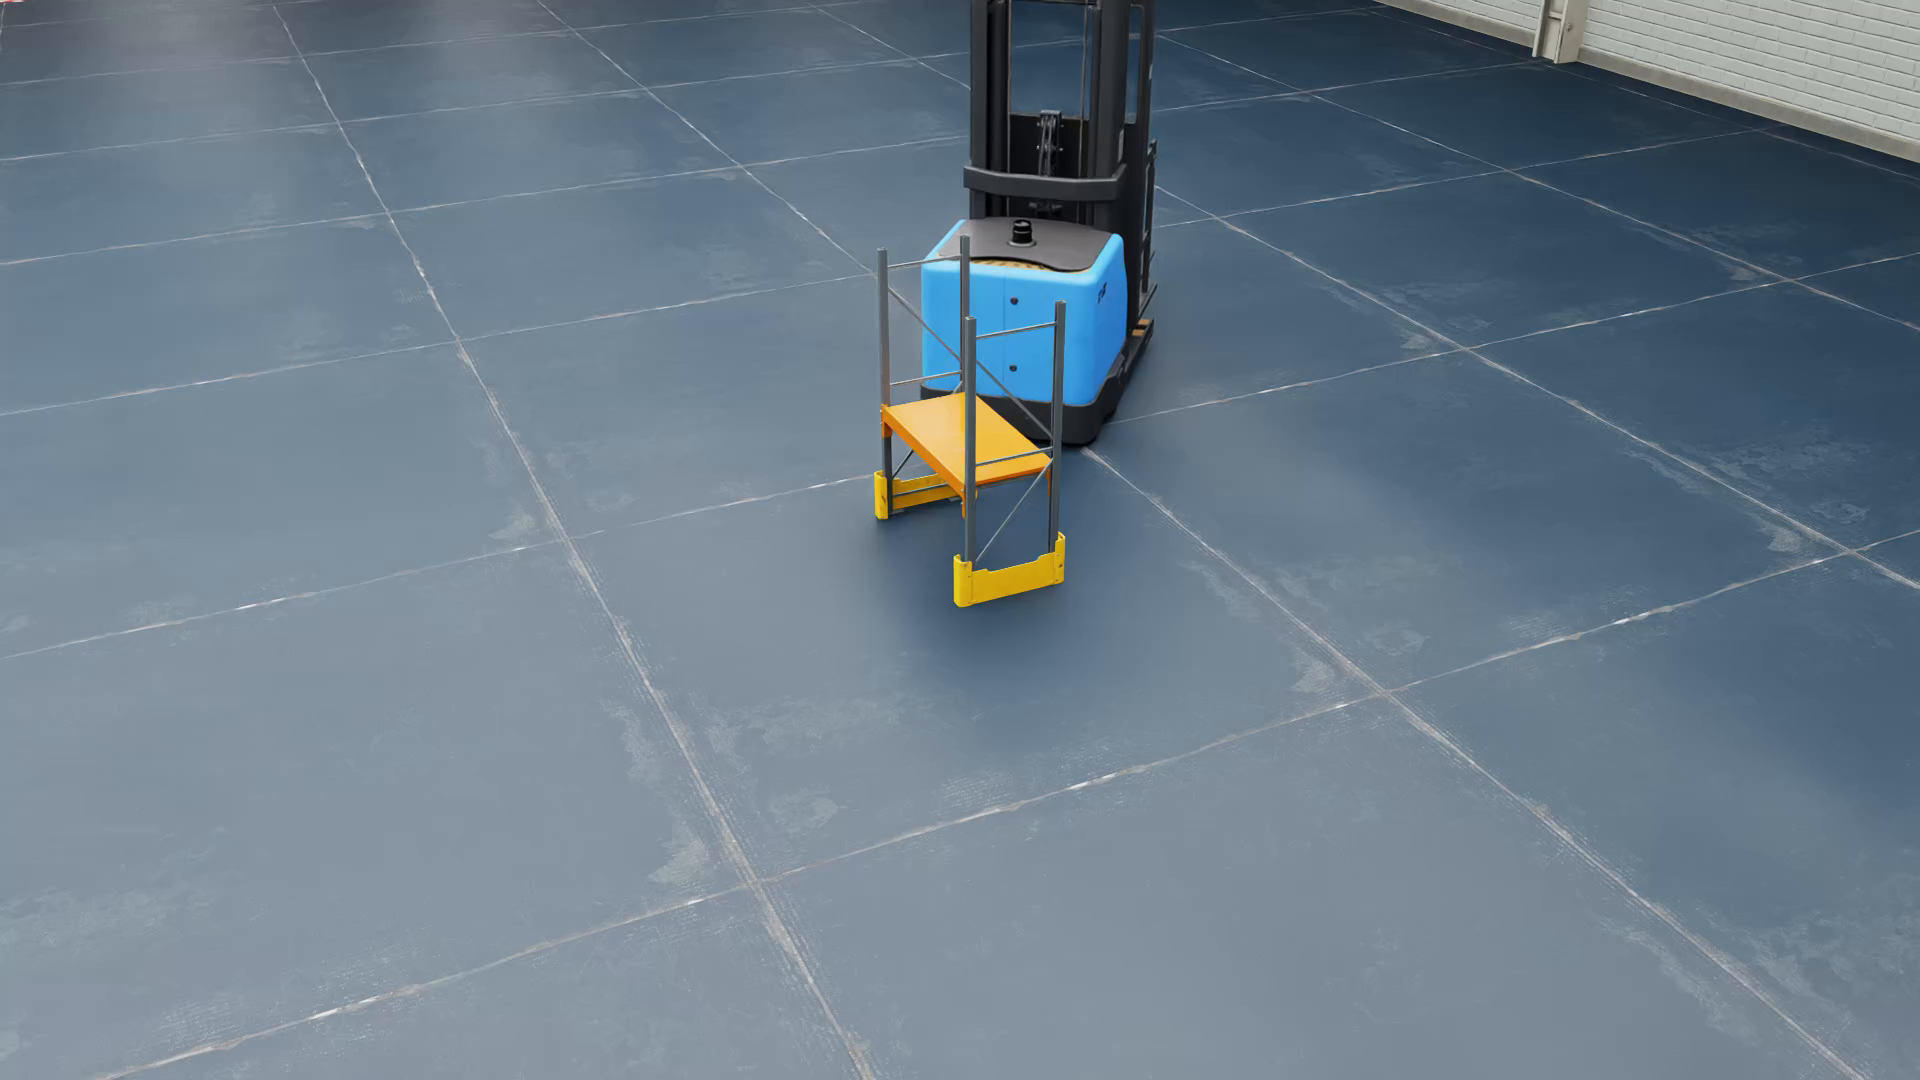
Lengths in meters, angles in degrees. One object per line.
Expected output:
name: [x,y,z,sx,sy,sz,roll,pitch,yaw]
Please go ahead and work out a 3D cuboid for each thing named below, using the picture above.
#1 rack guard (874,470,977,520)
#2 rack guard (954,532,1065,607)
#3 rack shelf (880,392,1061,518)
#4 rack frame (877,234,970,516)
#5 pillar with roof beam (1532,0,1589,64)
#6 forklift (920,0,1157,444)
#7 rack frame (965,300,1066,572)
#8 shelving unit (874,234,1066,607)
rack guard: [-0.181,-0.295,9.021,0.587,0.250,0.087,-13,32,-22]
rack guard: [0.247,0.145,8.236,0.587,0.250,0.087,-13,32,-22]
rack shelf: [0.037,-0.460,8.404,0.538,0.185,1.000,-13,32,-22]
rack frame: [-0.182,-0.841,8.716,0.500,1.500,0.032,-13,32,-22]
pillar with roof beam: [2.590,-8.264,14.287,9.100,9.000,0.400,-13,32,-22]
forklift: [0.665,-2.540,10.283,1.130,2.935,3.031,8,30,14]
rack frame: [0.255,-0.392,7.916,0.500,1.500,0.032,-13,32,-22]
shelving unit: [0.033,-0.620,8.323,0.587,1.500,1.083,-13,32,-22]
